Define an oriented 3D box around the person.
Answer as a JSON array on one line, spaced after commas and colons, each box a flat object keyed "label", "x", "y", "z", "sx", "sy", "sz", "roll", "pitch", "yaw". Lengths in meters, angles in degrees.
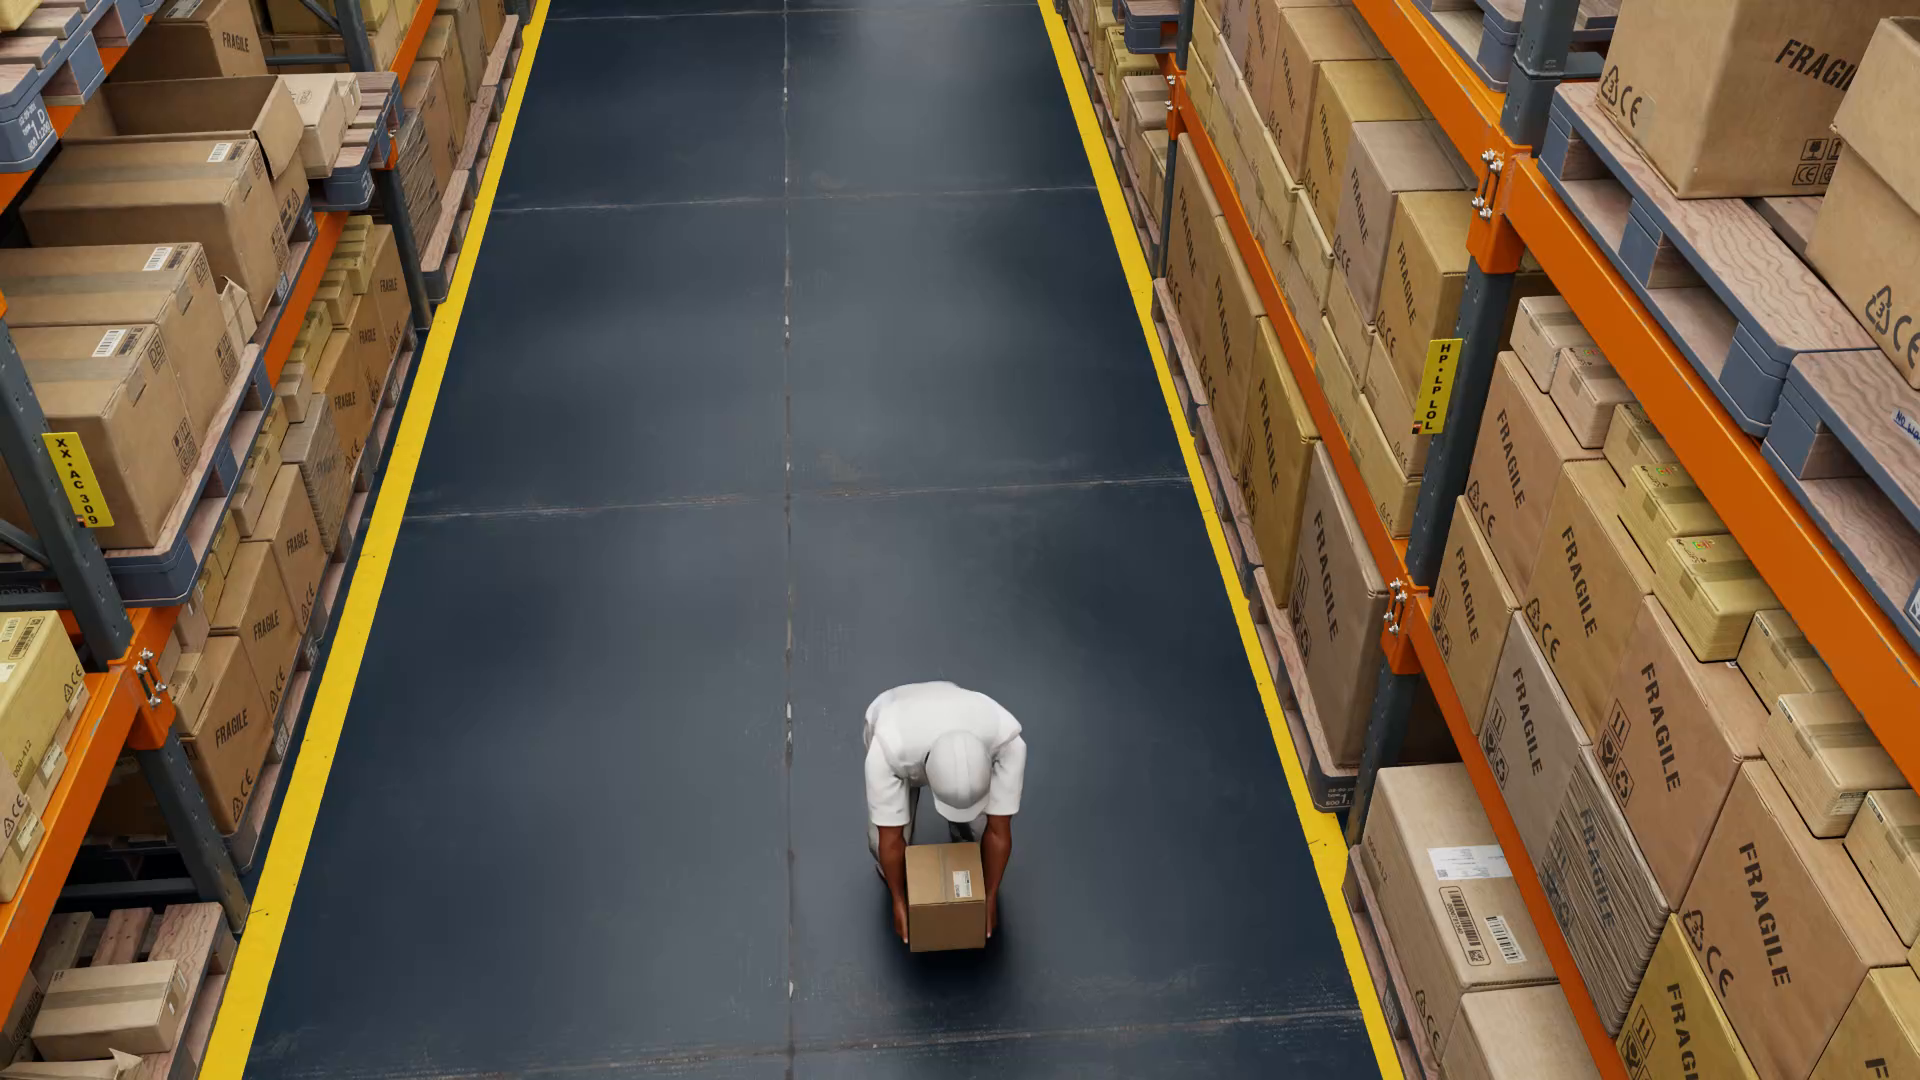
[{"label": "person", "x": -0.055, "y": 0.843, "z": 5.700, "sx": 0.544, "sy": 1.010, "sz": 0.904, "roll": -4, "pitch": 39, "yaw": -5}]
